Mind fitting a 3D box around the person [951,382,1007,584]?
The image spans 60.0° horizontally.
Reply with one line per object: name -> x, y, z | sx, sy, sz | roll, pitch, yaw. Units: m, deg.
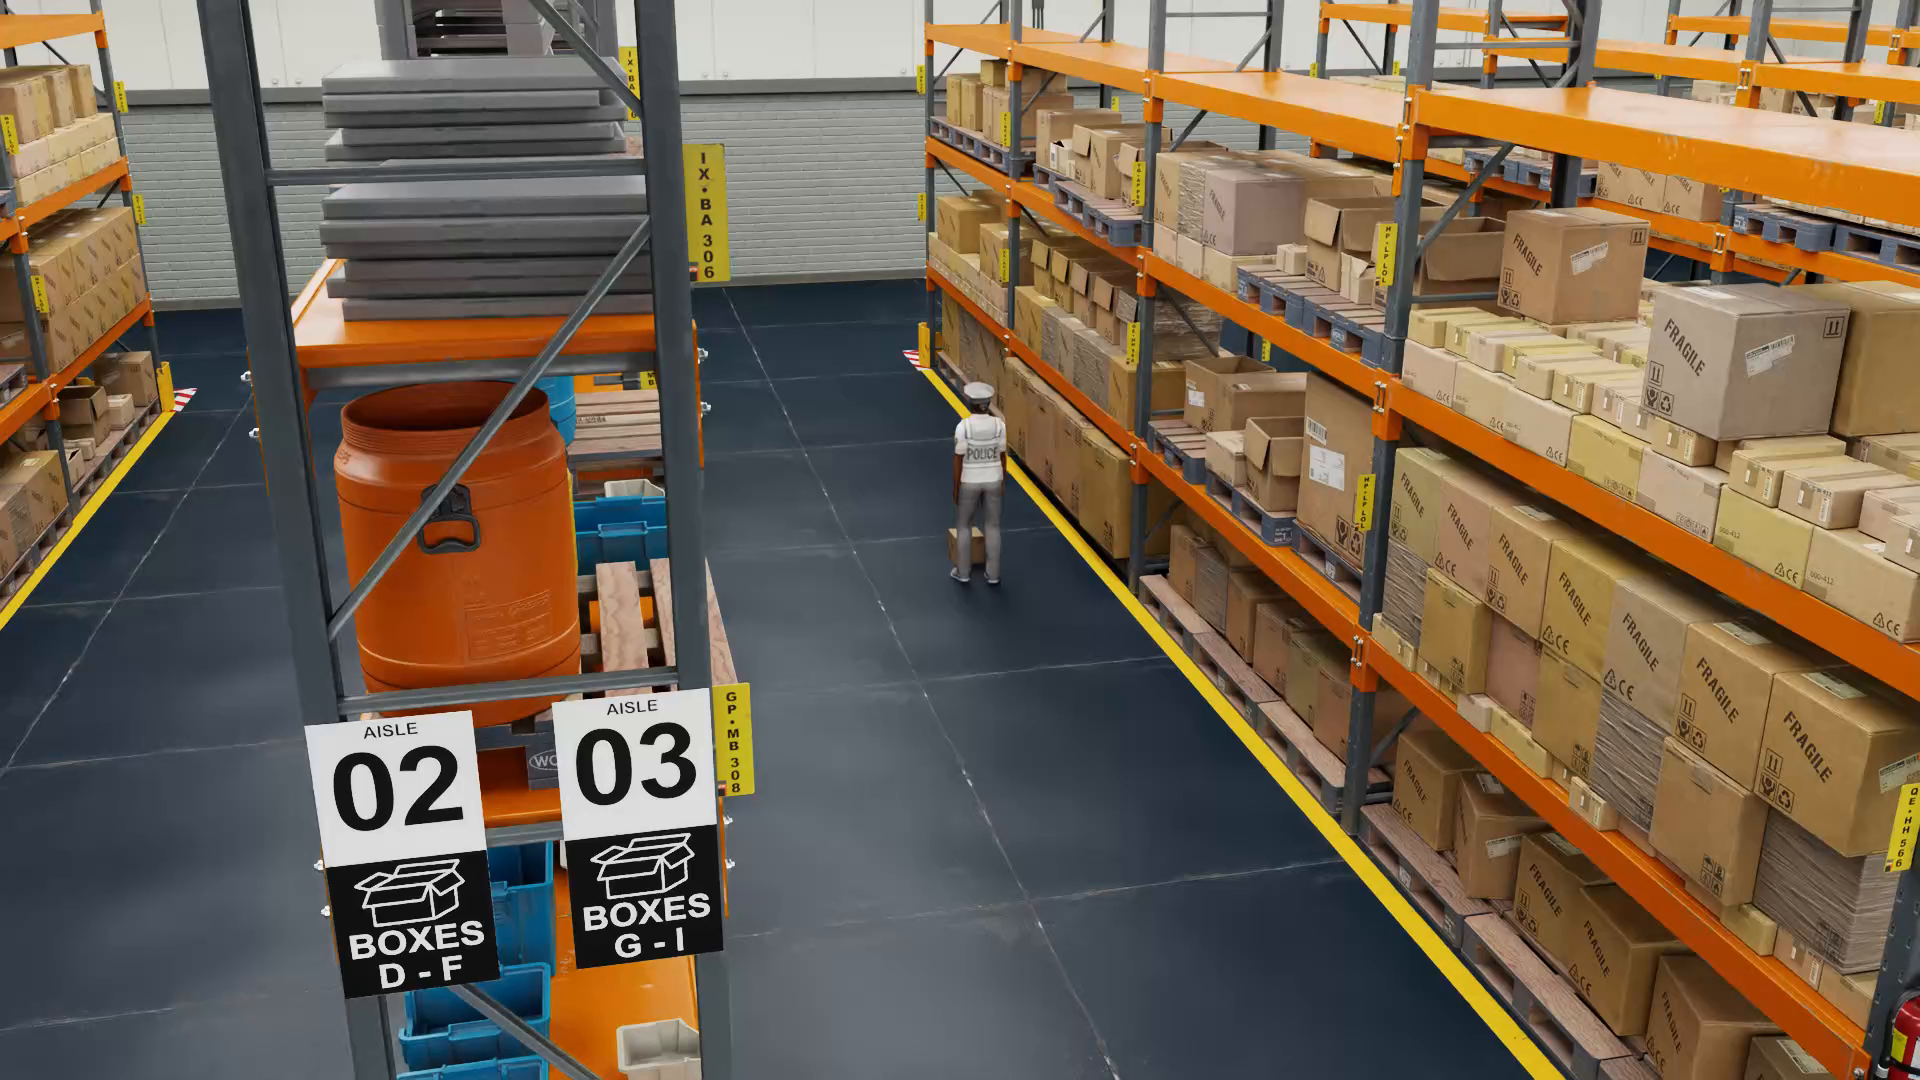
person -> 0.150, -0.465, 13.619 | 0.451, 1.681, 0.390 | -4, 20, -12
